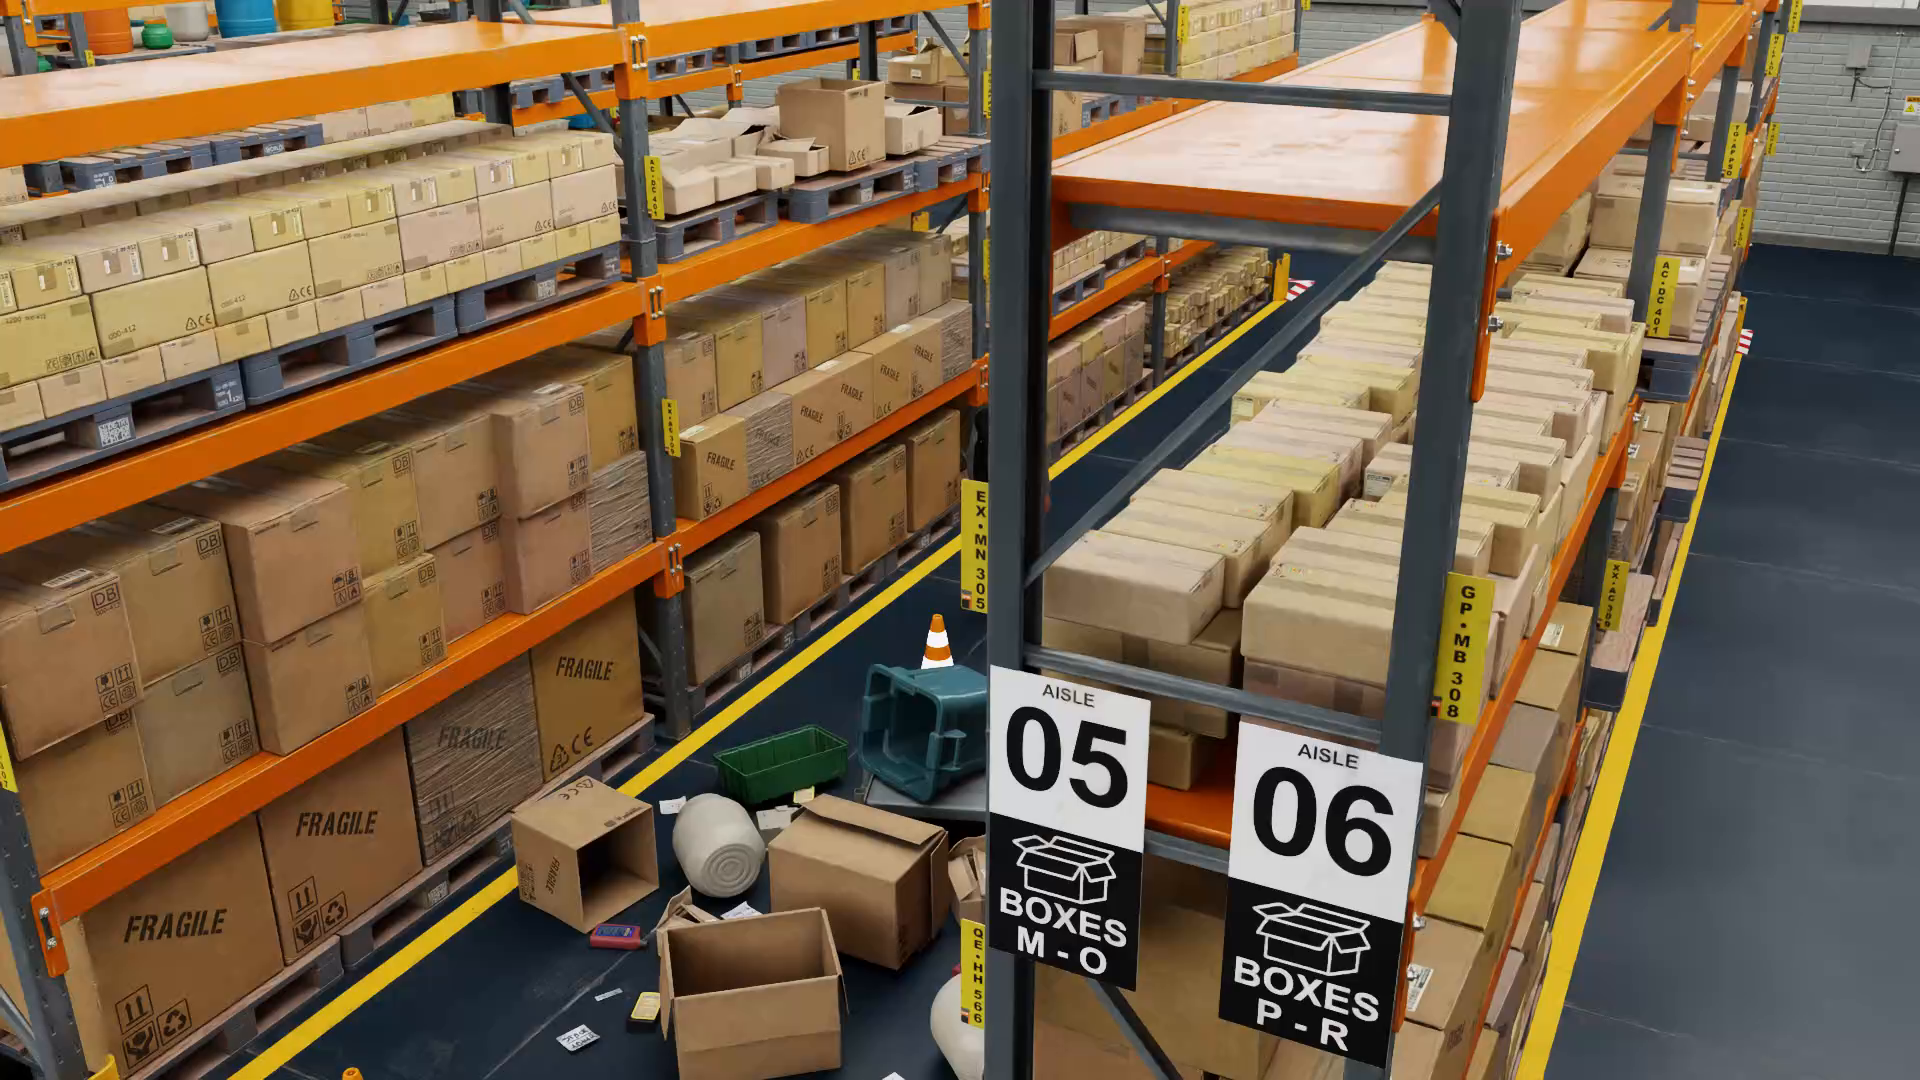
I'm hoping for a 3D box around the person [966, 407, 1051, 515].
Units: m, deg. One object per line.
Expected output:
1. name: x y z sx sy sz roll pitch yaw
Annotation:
1. person: 0.320 -0.323 11.325 0.587 1.665 0.407 10 24 22
